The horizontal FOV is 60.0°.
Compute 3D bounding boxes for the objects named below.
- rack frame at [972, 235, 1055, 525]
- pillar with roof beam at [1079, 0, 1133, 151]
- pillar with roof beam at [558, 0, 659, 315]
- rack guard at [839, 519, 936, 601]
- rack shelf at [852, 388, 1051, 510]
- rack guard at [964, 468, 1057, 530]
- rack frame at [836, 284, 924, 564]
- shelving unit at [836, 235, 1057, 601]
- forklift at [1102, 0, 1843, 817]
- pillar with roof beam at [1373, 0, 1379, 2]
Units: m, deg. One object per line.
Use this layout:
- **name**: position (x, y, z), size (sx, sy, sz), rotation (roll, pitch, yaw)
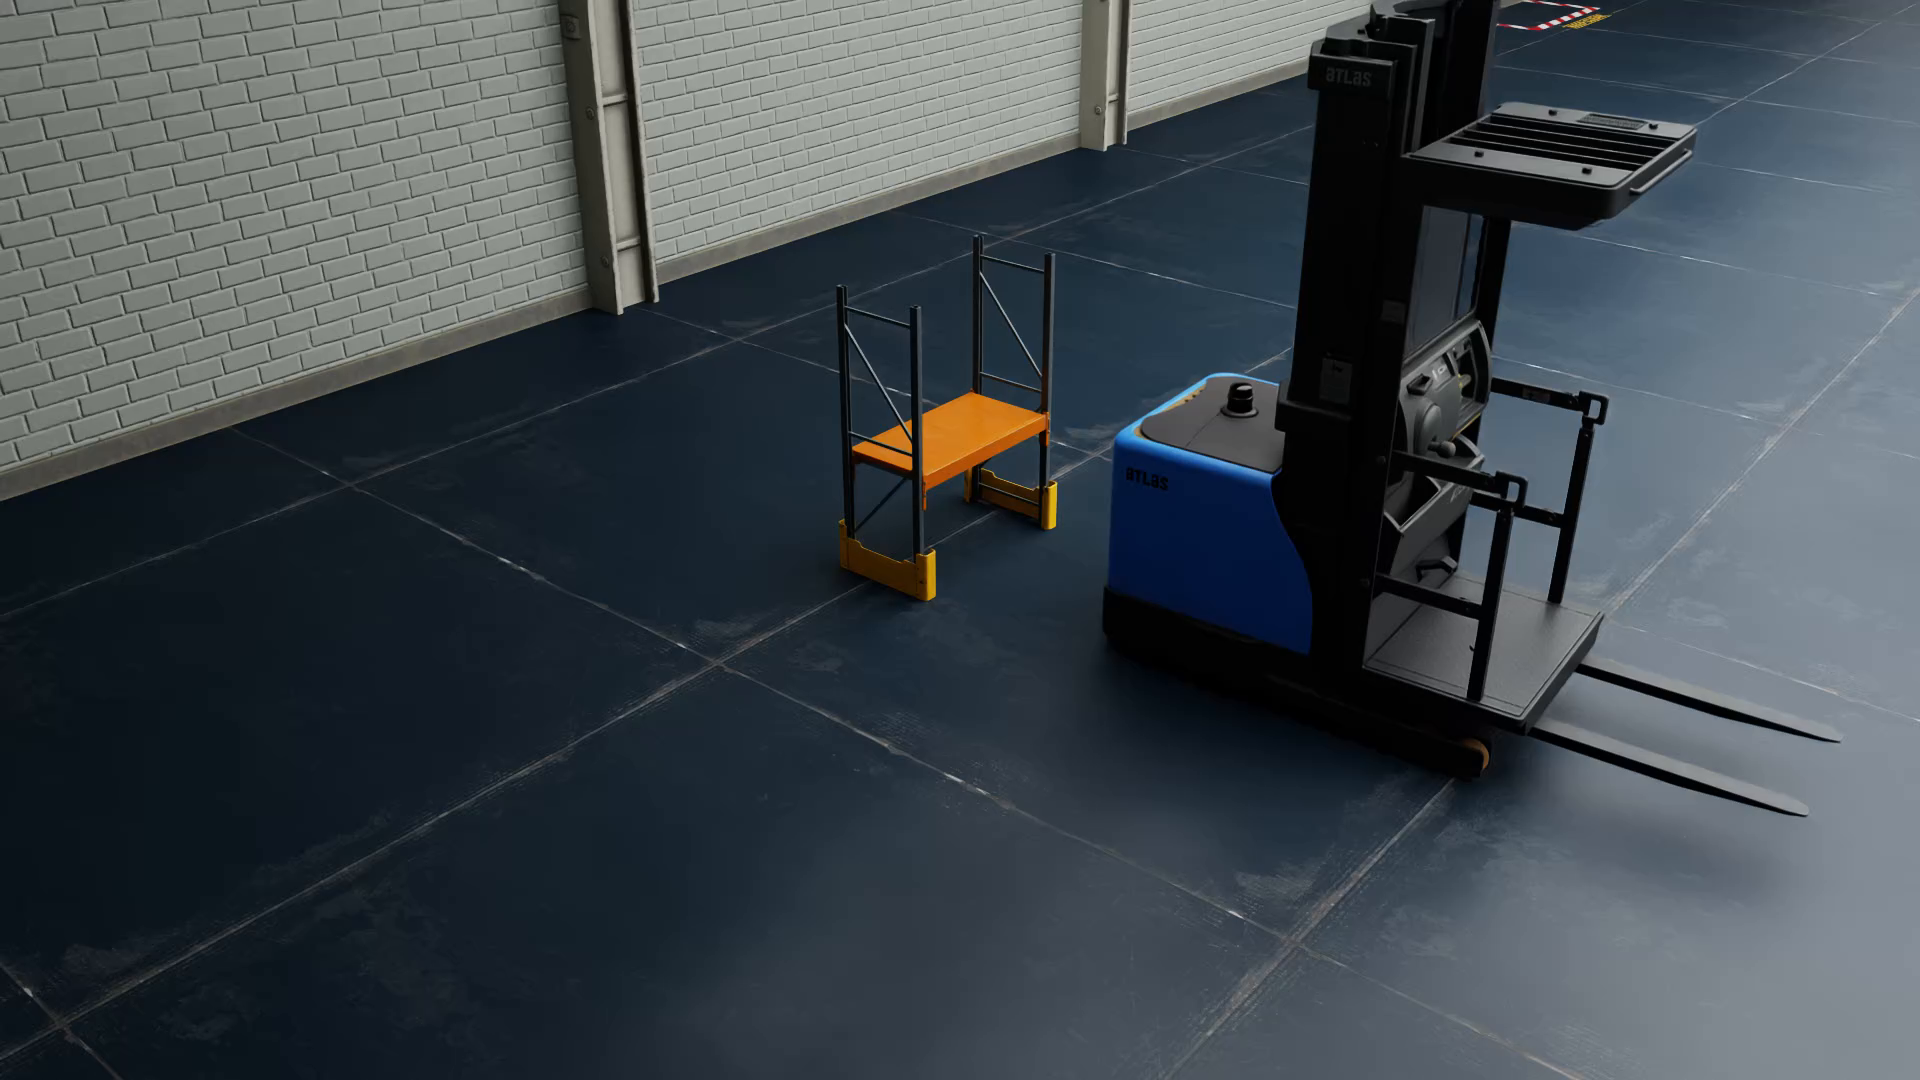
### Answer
- **rack frame**: position (0.269, -0.816, 8.695), size (0.500, 1.500, 0.032), rotation (21, 34, 34)
- **pillar with roof beam**: position (4.706, -6.585, 11.684), size (9.100, 9.000, 0.400), rotation (21, 34, 34)
- **pillar with roof beam**: position (0.890, -4.457, 7.572), size (9.100, 9.000, 0.400), rotation (21, 34, 34)
- **rack guard**: position (-0.365, 0.093, 8.299), size (0.587, 0.250, 0.087), rotation (21, 34, 34)
- **rack shelf**: position (-0.054, -0.476, 8.430), size (0.538, 0.185, 1.000), rotation (21, 34, 34)
- **rack guard**: position (0.268, -0.261, 8.982), size (0.587, 0.250, 0.087), rotation (21, 34, 34)
- **rack frame**: position (-0.378, -0.456, 7.999), size (0.500, 1.500, 0.032), rotation (21, 34, 34)
- **shelving unit**: position (-0.048, -0.639, 8.353), size (0.587, 1.500, 1.083), rotation (21, 34, 34)
- **forklift**: position (2.157, -0.597, 6.713), size (3.031, 2.935, 1.130), rotation (18, 33, 31)
- **pillar with roof beam**: position (8.523, -8.712, 15.797), size (9.100, 9.000, 0.400), rotation (21, 34, 34)
